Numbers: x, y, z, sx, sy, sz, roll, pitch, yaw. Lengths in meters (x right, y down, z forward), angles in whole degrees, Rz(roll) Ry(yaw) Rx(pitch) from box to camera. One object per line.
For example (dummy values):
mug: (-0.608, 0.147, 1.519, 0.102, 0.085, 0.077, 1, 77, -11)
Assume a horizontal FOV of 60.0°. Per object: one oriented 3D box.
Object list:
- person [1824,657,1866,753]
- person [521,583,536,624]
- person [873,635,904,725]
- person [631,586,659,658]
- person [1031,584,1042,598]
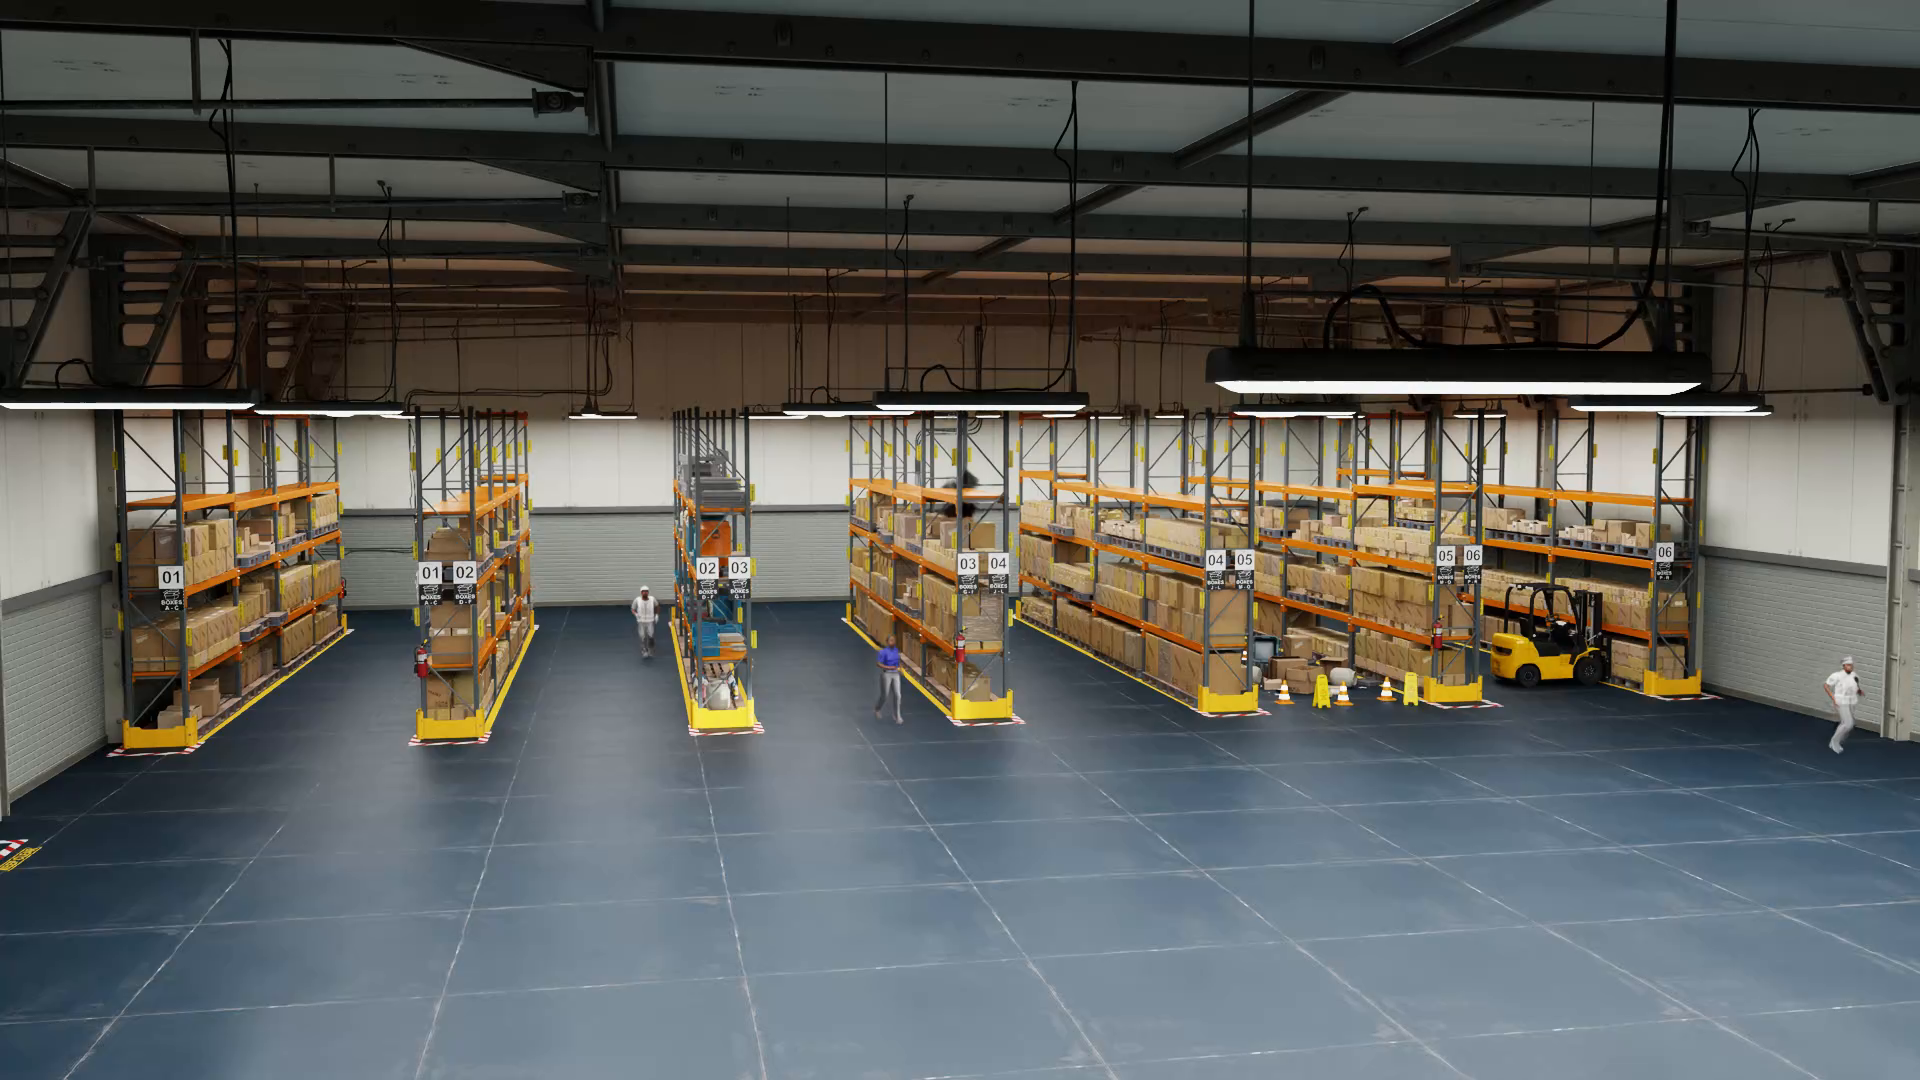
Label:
person: (15.313, 2.846, 28.702, 0.553, 1.691, 0.645, -1, 4, -14)
person: (-12.329, 1.536, 46.872, 0.693, 1.724, 0.735, 1, 4, 12)
person: (-1.347, 2.643, 31.711, 0.598, 1.697, 0.817, -3, 5, -34)
person: (-7.597, 1.989, 40.144, 0.674, 1.761, 0.643, -1, 4, -10)
person: (2.330, 1.374, 49.948, 0.891, 1.565, 0.578, 1, 4, 20)
